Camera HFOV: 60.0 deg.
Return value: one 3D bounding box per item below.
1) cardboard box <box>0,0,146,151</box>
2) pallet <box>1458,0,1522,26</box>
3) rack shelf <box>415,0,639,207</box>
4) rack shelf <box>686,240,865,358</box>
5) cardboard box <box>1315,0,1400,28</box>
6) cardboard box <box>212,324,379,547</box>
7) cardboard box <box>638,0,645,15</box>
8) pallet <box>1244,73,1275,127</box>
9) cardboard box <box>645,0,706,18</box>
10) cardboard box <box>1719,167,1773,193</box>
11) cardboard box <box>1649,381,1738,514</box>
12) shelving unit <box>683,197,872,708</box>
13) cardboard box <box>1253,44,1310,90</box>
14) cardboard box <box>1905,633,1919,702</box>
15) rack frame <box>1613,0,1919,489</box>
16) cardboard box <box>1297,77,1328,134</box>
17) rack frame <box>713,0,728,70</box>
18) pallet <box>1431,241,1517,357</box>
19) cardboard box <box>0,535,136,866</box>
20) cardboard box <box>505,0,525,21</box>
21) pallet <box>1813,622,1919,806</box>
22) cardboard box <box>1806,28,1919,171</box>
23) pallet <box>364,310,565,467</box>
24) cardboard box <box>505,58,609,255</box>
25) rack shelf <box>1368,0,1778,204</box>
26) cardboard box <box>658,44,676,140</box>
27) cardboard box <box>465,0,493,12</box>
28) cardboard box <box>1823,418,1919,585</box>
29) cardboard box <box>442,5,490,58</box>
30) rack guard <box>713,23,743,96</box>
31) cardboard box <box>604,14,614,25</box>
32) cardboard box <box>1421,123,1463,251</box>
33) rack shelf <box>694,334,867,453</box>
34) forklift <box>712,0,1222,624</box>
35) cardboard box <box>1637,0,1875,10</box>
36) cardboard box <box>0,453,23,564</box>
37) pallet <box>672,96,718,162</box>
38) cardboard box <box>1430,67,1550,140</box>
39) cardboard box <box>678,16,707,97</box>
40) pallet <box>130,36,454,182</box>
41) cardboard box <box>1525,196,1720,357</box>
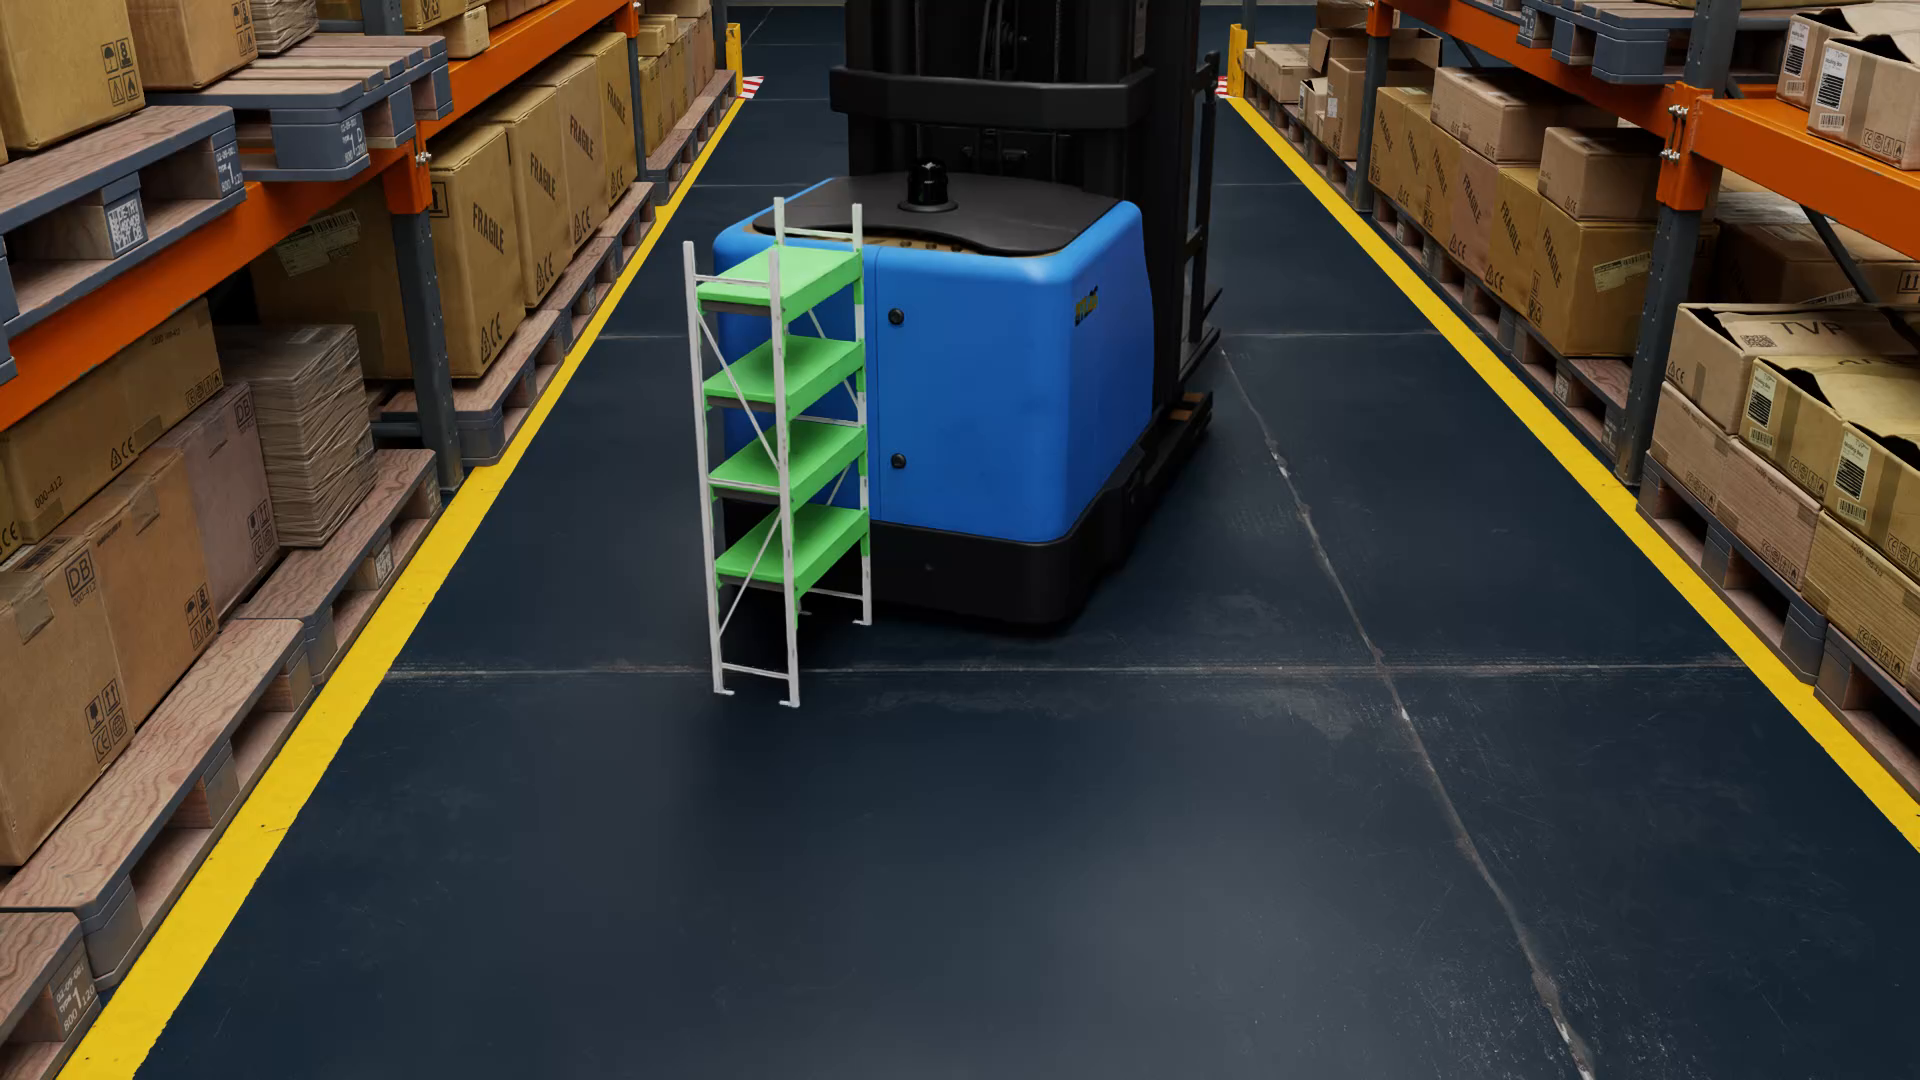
[{"bbox_3d":[-2.146,-1.083,3.348,0.700,0.500,0.500,0,24,-1],"label":"cardboard box"},{"bbox_3d":[2.730,-2.281,6.887,1.003,0.211,1.213,0,24,-1],"label":"pallet"},{"bbox_3d":[-2.219,-2.040,6.993,1.077,0.370,4.000,0,24,-1],"label":"rack shelf"},{"bbox_3d":[-0.448,-0.606,4.123,0.258,0.148,0.480,8,26,18],"label":"rack shelf"},{"bbox_3d":[2.921,-3.702,12.295,0.500,0.500,0.500,0,24,-1],"label":"cardboard box"},{"bbox_3d":[-2.137,-0.309,4.792,0.700,0.500,0.500,0,24,0],"label":"cardboard box"},{"bbox_3d":[-2.370,-3.639,11.392,0.380,0.149,0.250,0,24,0],"label":"cardboard box"},{"bbox_3d":[2.679,-3.233,12.143,1.003,0.211,1.213,0,24,-1],"label":"pallet"},{"bbox_3d":[-1.990,-3.742,11.621,0.380,0.149,0.250,0,24,1],"label":"cardboard box"},{"bbox_3d":[3.025,-1.240,6.851,0.500,0.500,0.500,-1,24,-1],"label":"cardboard box"},{"bbox_3d":[2.468,-0.289,5.075,0.500,0.250,0.500,0,24,-1],"label":"cardboard box"},{"bbox_3d":[-0.448,-0.226,4.295,0.258,1.200,0.503,8,26,18],"label":"shelving unit"},{"bbox_3d":[2.396,-3.380,11.886,0.500,0.250,0.500,0,24,-1],"label":"cardboard box"},{"bbox_3d":[2.491,0.344,3.676,0.500,0.250,0.500,0,24,1],"label":"cardboard box"},{"bbox_3d":[2.756,-1.567,5.075,1.000,3.000,0.127,0,24,-1],"label":"rack frame"},{"bbox_3d":[2.414,-2.733,10.383,0.500,0.311,0.500,0,24,-1],"label":"cardboard box"},{"bbox_3d":[-2.285,-4.840,12.311,1.000,3.000,0.127,0,24,-1],"label":"rack frame"},{"bbox_3d":[2.775,-1.106,7.439,1.003,0.211,1.213,0,24,-1],"label":"pallet"},{"bbox_3d":[-2.199,0.317,3.409,0.700,0.500,0.500,0,24,0],"label":"cardboard box"},{"bbox_3d":[-1.997,-2.207,6.770,0.380,0.149,0.250,0,24,0],"label":"cardboard box"},{"bbox_3d":[2.736,0.544,3.791,1.003,0.211,1.213,0,24,-1],"label":"pallet"},{"bbox_3d":[2.572,-1.157,4.277,0.500,0.311,0.500,-1,24,-1],"label":"cardboard box"},{"bbox_3d":[-2.131,-0.598,6.316,1.003,0.211,1.213,0,24,-1],"label":"pallet"},{"bbox_3d":[-2.091,-1.770,7.623,0.750,0.750,0.750,0,24,1],"label":"cardboard box"},{"bbox_3d":[2.734,-2.064,7.046,1.077,0.370,4.000,0,24,-1],"label":"rack shelf"},{"bbox_3d":[-2.149,-2.760,10.236,0.700,0.500,0.500,0,24,-1],"label":"cardboard box"},{"bbox_3d":[-1.943,-2.151,5.859,0.500,0.500,0.500,1,24,1],"label":"cardboard box"},{"bbox_3d":[2.486,-0.118,4.016,0.500,0.311,0.500,-1,24,-2],"label":"cardboard box"},{"bbox_3d":[-1.882,-1.789,5.845,0.380,0.149,0.250,0,24,1],"label":"cardboard box"},{"bbox_3d":[-2.285,-3.711,12.848,1.175,0.500,0.348,0,24,-1],"label":"rack guard"},{"bbox_3d":[-2.357,-3.217,10.460,0.380,0.149,0.250,0,24,0],"label":"cardboard box"},{"bbox_3d":[2.489,-1.651,7.760,0.500,0.500,0.500,0,24,0],"label":"cardboard box"},{"bbox_3d":[-0.448,-0.387,4.222,0.258,0.148,0.480,8,26,18],"label":"rack shelf"},{"bbox_3d":[0.288,-1.686,5.420,1.130,2.935,3.031,8,26,18],"label":"forklift"},{"bbox_3d":[2.636,-2.063,5.541,0.700,0.500,0.500,-9,26,-18],"label":"cardboard box"},{"bbox_3d":[-2.196,0.003,3.194,0.500,0.250,0.500,-1,24,-2],"label":"cardboard box"},{"bbox_3d":[-2.187,-2.739,11.049,1.003,0.211,1.213,0,24,-1],"label":"pallet"},{"bbox_3d":[2.485,-2.006,7.635,0.500,0.250,0.500,0,24,0],"label":"cardboard box"},{"bbox_3d":[-2.171,-3.398,11.647,0.700,0.500,0.500,0,24,-1],"label":"cardboard box"},{"bbox_3d":[-2.083,-1.163,4.414,1.213,0.211,1.003,0,24,-1],"label":"pallet"},{"bbox_3d":[2.511,-1.013,6.349,0.500,0.500,0.500,1,24,2],"label":"cardboard box"}]
